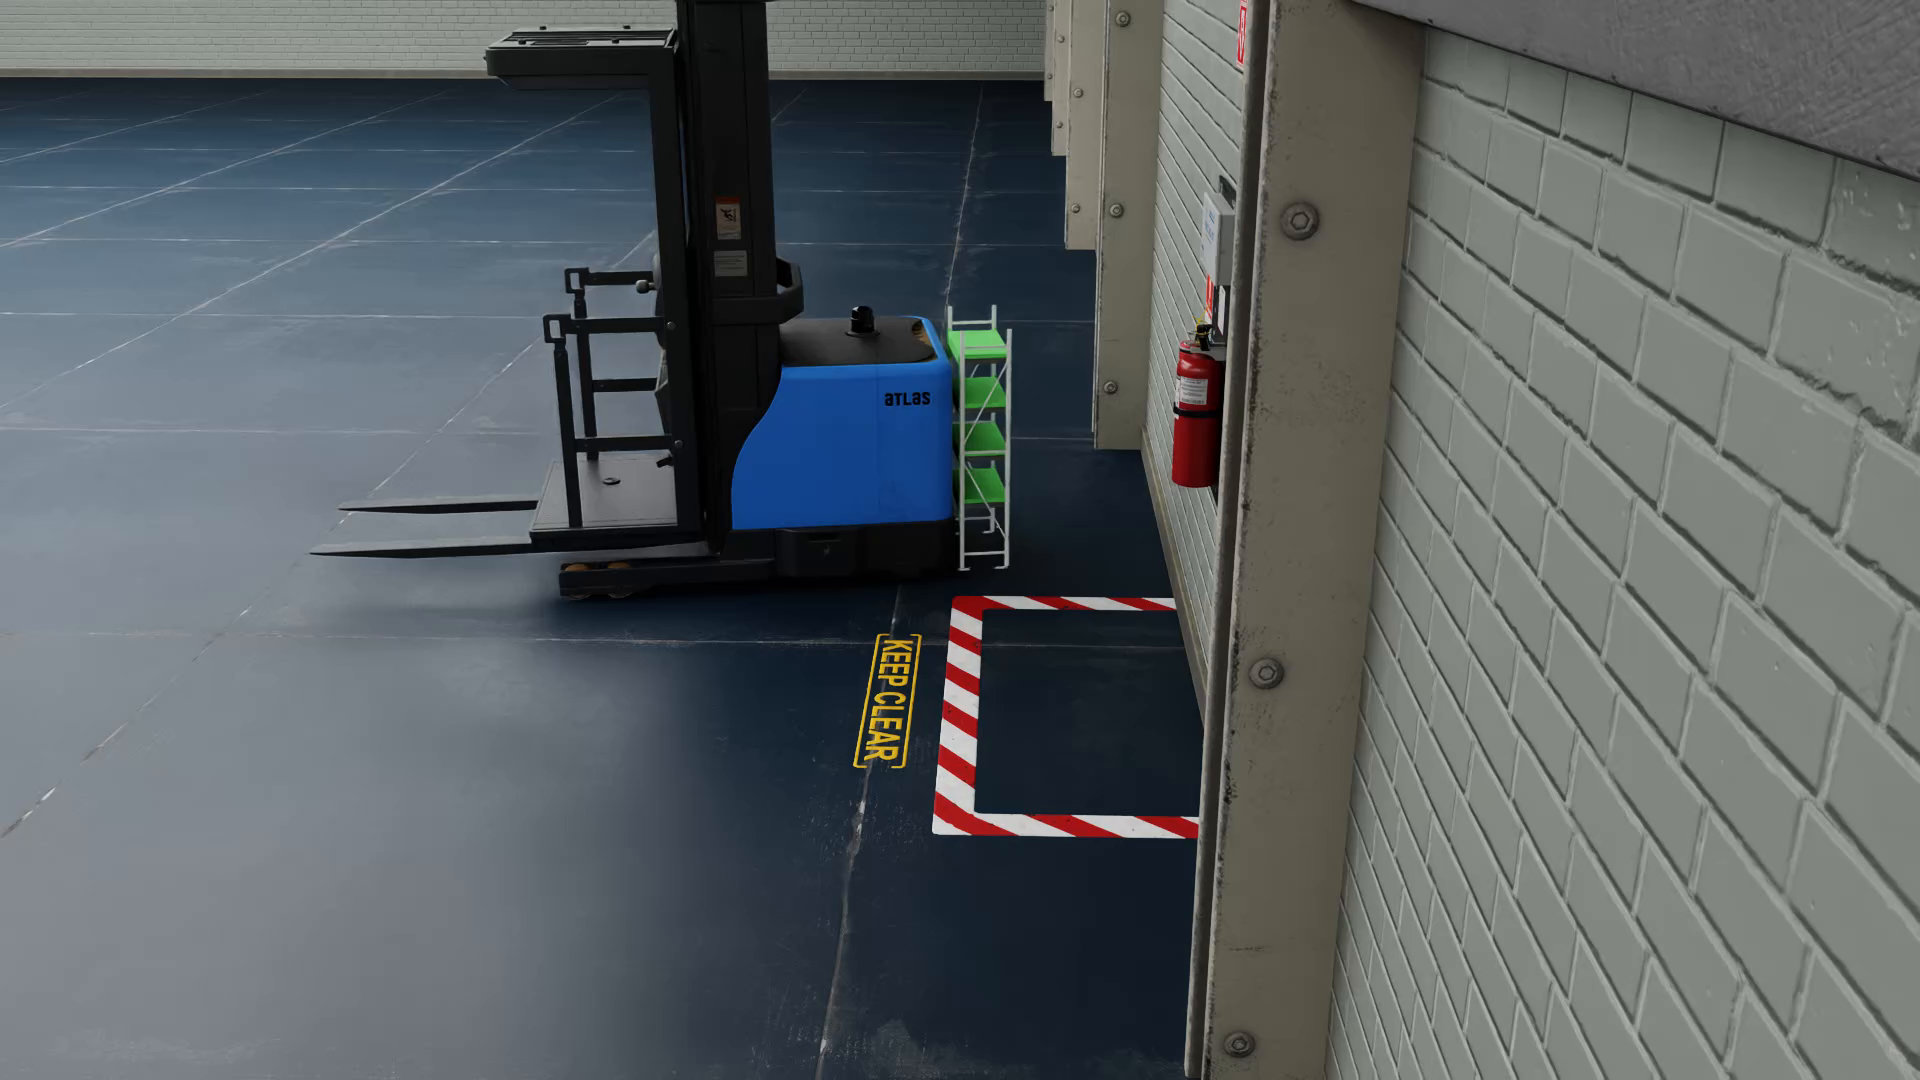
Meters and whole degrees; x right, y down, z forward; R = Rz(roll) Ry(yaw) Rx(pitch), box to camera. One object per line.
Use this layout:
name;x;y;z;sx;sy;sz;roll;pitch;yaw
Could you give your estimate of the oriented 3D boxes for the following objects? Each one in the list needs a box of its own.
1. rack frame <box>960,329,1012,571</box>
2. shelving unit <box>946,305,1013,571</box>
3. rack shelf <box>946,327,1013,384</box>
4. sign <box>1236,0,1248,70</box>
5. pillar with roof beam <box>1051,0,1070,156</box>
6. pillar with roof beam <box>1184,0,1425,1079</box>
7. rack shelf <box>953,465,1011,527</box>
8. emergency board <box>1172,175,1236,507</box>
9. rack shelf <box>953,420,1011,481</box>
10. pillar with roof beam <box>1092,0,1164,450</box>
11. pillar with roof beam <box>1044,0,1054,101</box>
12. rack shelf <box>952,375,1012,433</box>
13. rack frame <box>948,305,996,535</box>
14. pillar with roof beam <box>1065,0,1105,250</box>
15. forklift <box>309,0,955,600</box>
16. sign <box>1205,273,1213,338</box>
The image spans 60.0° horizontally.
rack frame;0.119;-0.418;7.946;0.240;1.200;0.015;-3;21;-7
shelving unit;0.089;-0.505;8.172;0.258;1.200;0.503;-3;21;-7
rack shelf;0.089;-0.893;8.021;0.258;0.148;0.480;-3;21;-7
sign;0.996;-1.817;5.862;0.001;0.298;0.199;1;21;2
pillar with roof beam;-2.973;-9.194;19.785;9.100;9.000;0.400;1;21;2
pillar with roof beam;-3.520;-2.686;3.011;9.100;9.000;0.400;1;21;2
rack shelf;0.088;-0.222;8.282;0.258;0.148;0.480;-3;21;-7
emergency board;0.896;-0.735;6.276;0.194;1.169;0.643;1;21;2
rack shelf;0.089;-0.446;8.195;0.258;0.148;0.480;-3;21;-7
pillar with roof beam;-3.338;-4.855;8.602;9.100;9.000;0.400;1;21;2
pillar with roof beam;-2.790;-11.364;25.376;9.100;9.000;0.400;1;21;2
rack shelf;0.089;-0.669;8.108;0.258;0.148;0.480;-3;21;-7
rack frame;0.058;-0.593;8.397;0.240;1.200;0.015;-3;21;-7
pillar with roof beam;-3.155;-7.025;14.194;9.100;9.000;0.400;1;21;2
forklift;-1.579;-1.286;7.792;3.031;2.935;1.130;-3;21;-7
sign;1.016;-0.950;6.782;0.001;0.329;0.234;1;21;2
